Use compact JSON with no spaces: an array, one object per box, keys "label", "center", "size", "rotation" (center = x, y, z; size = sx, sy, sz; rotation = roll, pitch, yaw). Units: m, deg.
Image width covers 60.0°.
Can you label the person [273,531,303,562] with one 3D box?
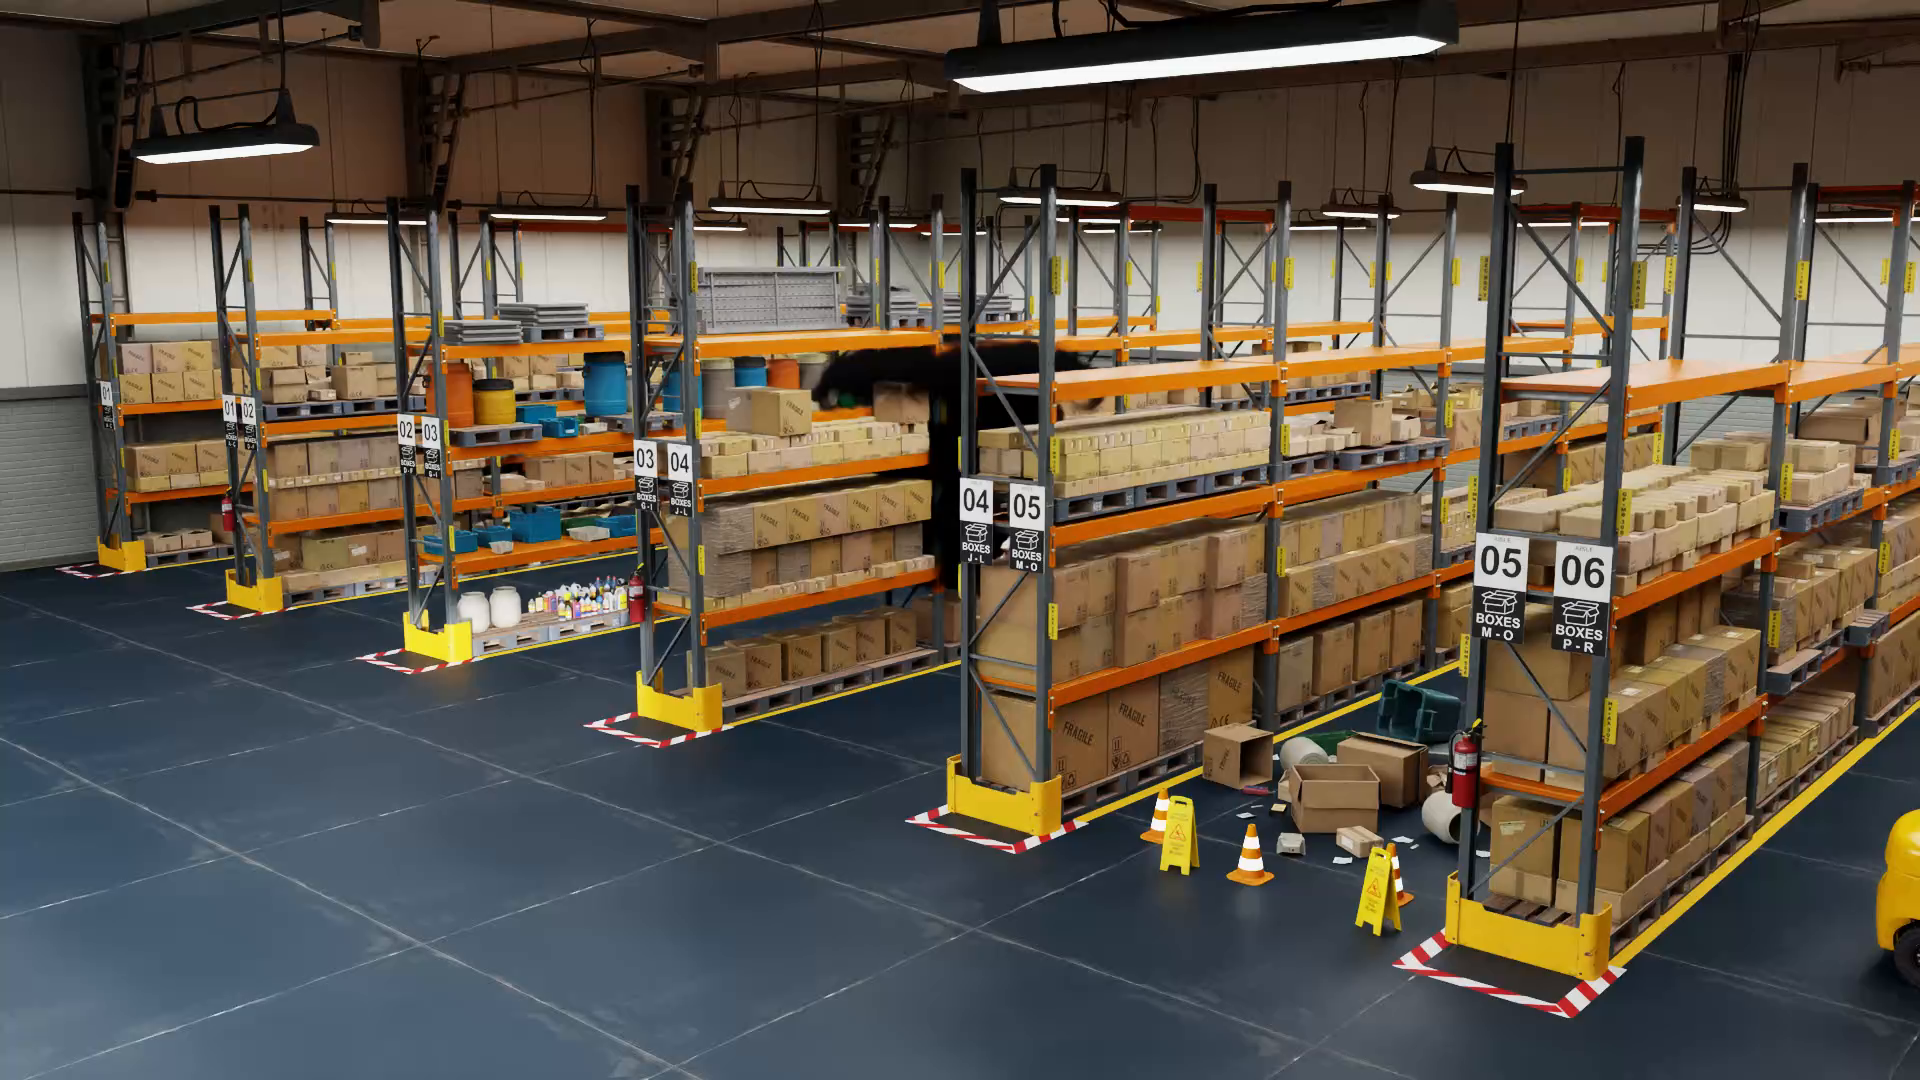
[{"label":"person","center":[-11.059,-0.109,27.195],"size":[0.698,1.577,0.838],"rotation":[2,10,14]}]

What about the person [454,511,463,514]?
[{"label":"person","center":[-8.965,-0.540,29.657],"size":[0.609,1.635,0.716],"rotation":[6,11,31]}]

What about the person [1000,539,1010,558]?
[{"label":"person","center":[0.708,0.807,20.336],"size":[0.640,1.713,0.758],"rotation":[4,10,21]}]
